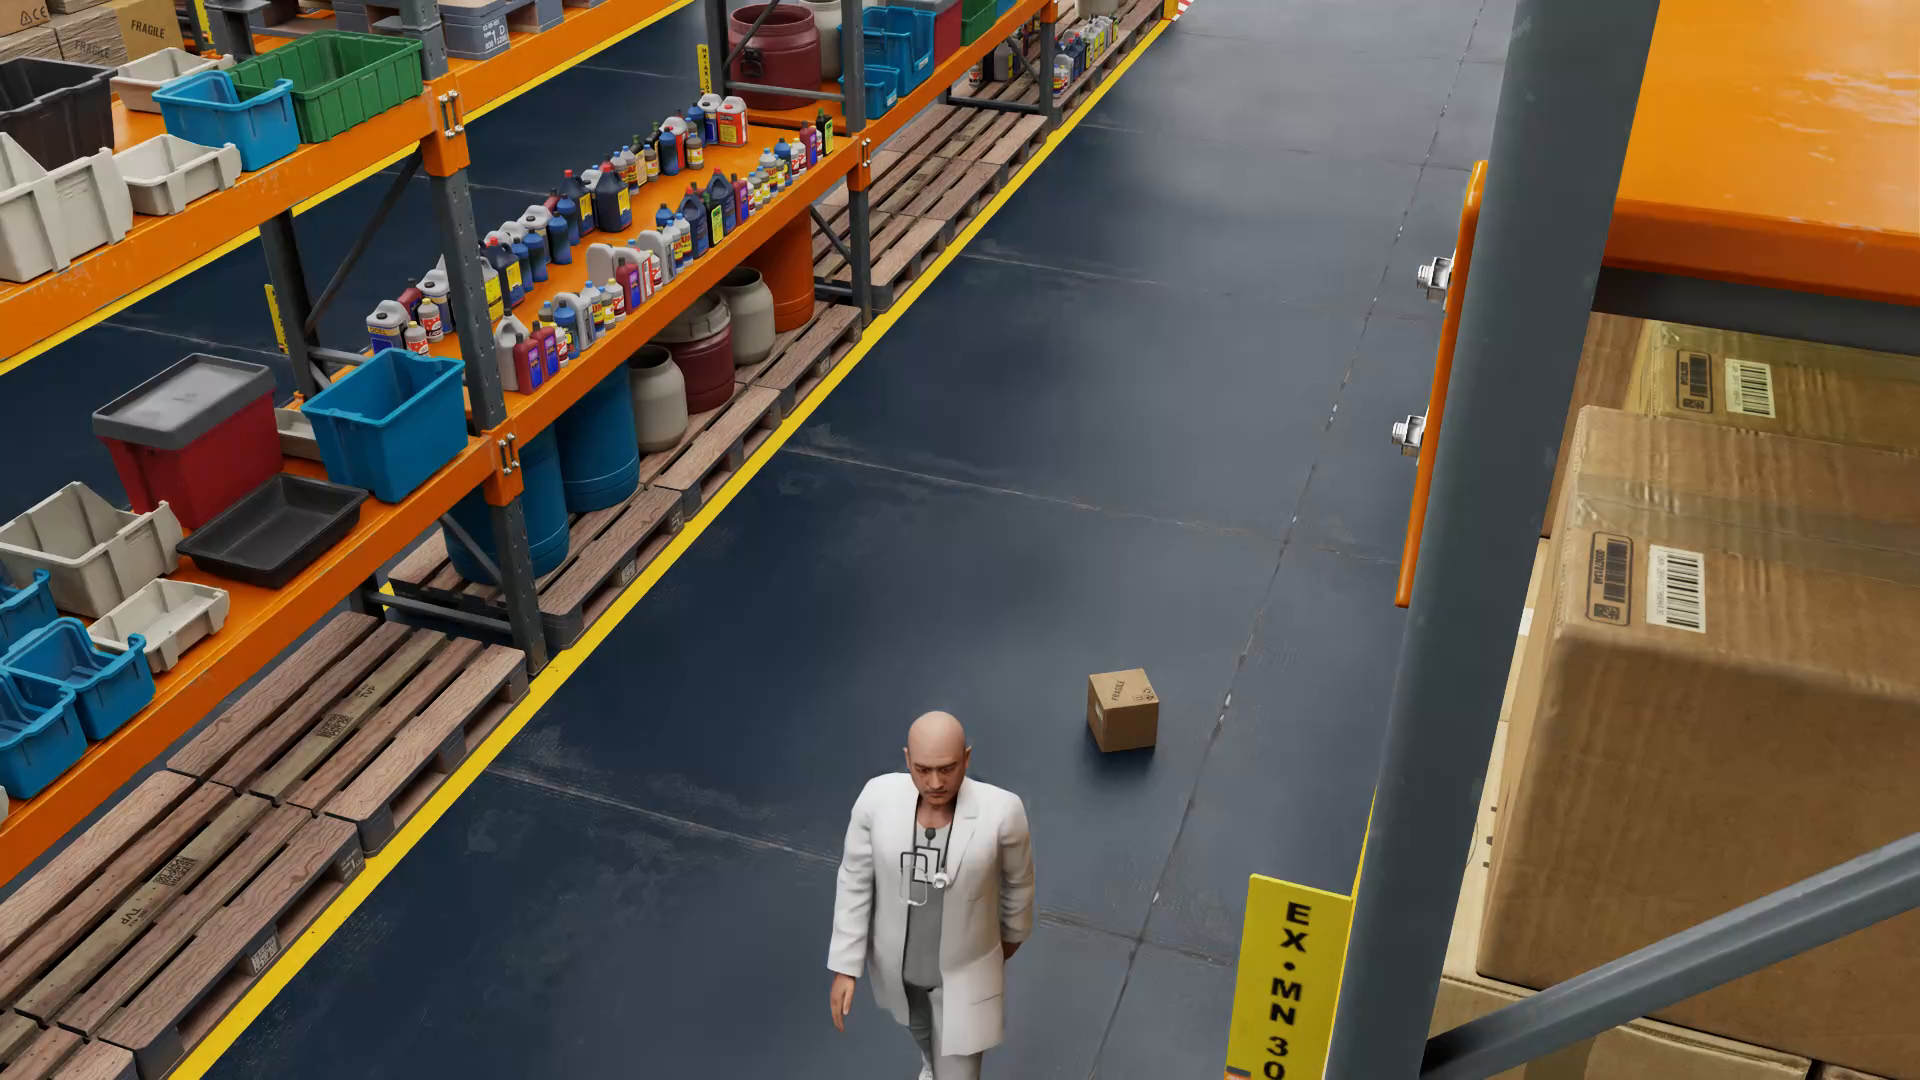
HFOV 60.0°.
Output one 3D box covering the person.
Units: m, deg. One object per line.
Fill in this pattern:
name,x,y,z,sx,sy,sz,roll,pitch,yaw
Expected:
person,-0.115,1.330,5.071,0.571,1.753,0.969,9,34,13
